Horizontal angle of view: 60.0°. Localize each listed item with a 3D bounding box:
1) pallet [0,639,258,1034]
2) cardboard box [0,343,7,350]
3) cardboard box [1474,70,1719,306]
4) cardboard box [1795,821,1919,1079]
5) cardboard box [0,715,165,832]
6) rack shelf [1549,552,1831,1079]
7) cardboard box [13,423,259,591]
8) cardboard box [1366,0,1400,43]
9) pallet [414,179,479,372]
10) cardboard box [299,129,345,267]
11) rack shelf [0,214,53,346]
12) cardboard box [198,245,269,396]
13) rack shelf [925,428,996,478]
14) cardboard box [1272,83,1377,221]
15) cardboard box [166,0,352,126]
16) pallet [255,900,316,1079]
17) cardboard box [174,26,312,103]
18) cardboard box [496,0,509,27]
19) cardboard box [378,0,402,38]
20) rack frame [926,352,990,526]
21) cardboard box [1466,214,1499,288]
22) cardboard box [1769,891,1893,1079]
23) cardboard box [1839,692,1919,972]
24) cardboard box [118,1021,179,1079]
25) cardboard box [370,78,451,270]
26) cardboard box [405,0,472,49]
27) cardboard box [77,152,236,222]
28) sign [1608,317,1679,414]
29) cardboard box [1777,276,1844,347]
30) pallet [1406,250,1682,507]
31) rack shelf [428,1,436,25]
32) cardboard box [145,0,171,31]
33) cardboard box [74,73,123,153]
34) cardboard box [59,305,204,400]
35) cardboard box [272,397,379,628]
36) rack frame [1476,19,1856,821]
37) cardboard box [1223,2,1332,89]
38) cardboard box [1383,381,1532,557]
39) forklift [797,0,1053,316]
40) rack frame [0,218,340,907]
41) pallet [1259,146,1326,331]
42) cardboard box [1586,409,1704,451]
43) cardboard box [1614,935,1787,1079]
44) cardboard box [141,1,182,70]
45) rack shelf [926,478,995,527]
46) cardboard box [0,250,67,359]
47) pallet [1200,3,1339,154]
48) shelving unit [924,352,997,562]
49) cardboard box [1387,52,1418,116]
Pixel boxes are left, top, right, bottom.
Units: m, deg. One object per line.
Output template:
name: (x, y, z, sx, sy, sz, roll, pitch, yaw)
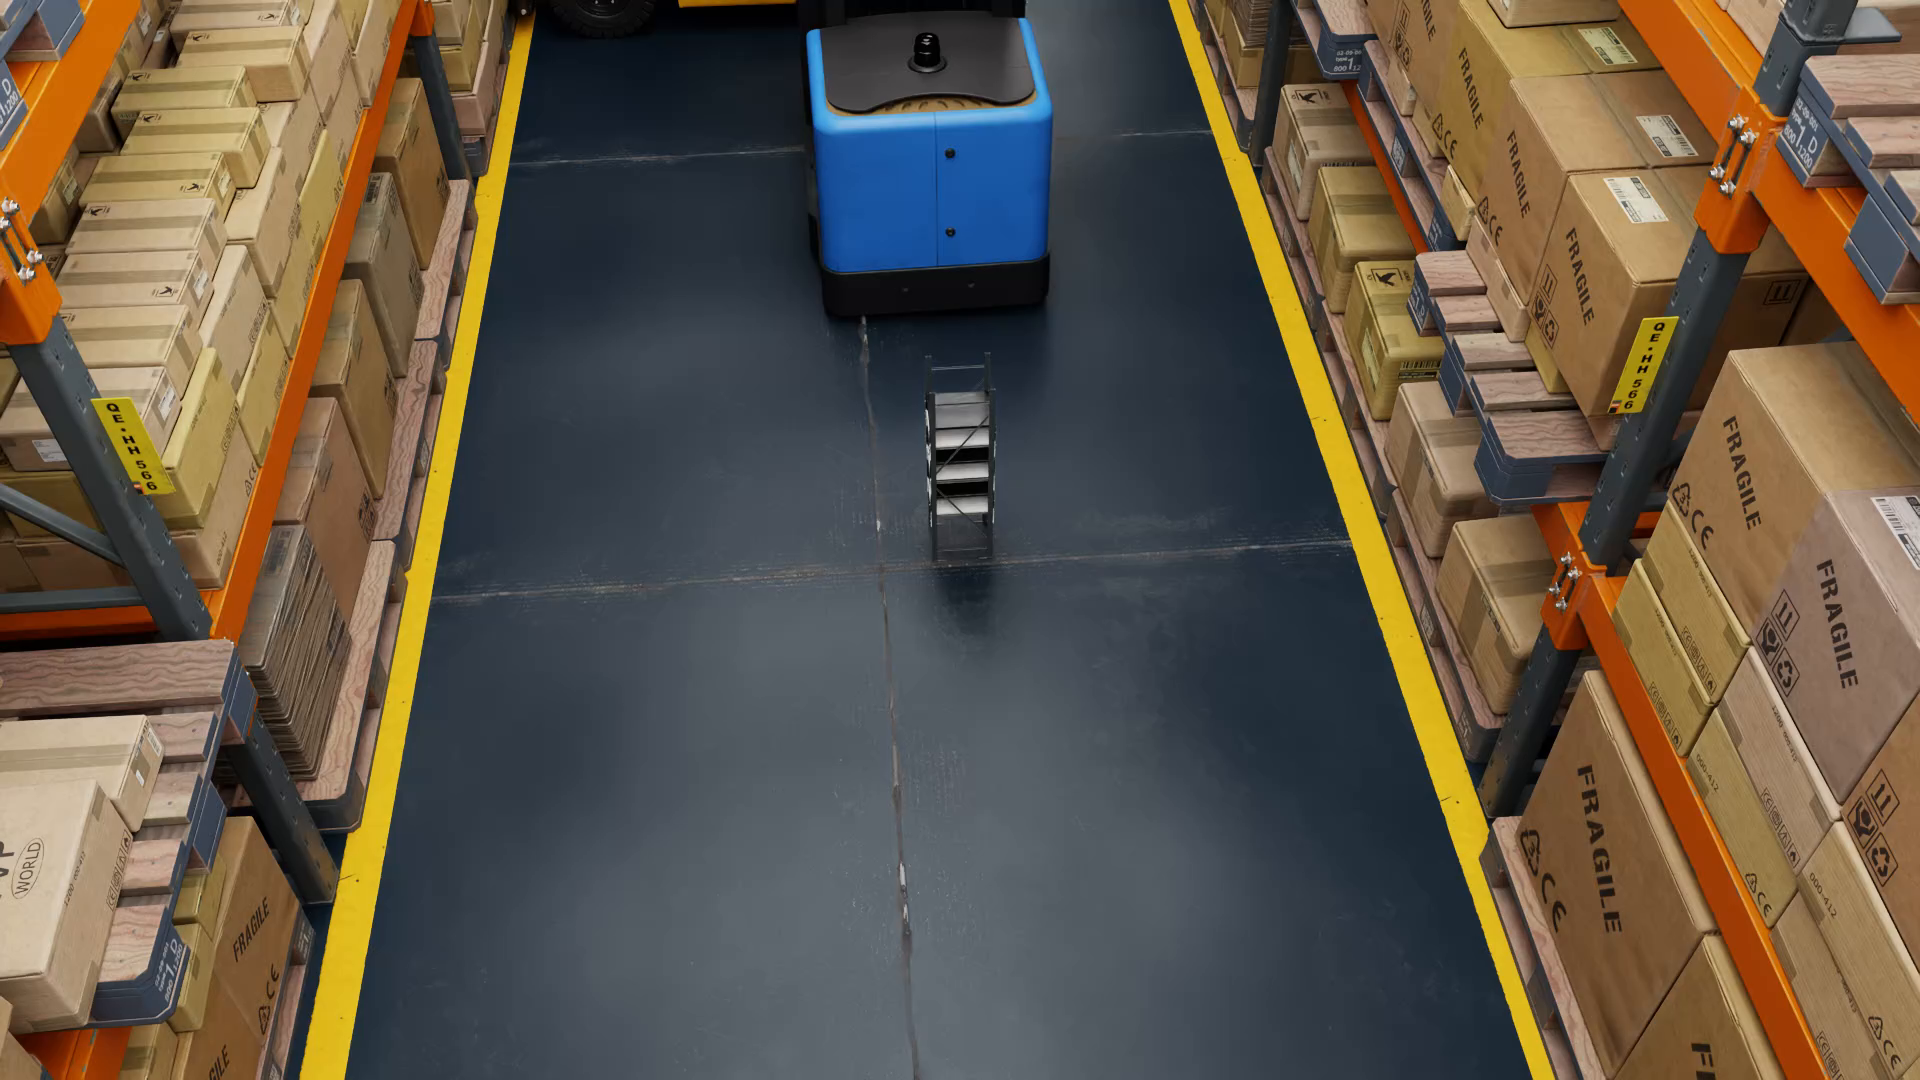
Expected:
pallet: (-2.482, 0.731, 4.124, 1.213, 0.211, 1.003, -3, 47, -3)
cardboard box: (-2.931, -0.675, 4.808, 0.380, 0.149, 0.250, -4, 47, -3)
cardboard box: (1.968, -1.092, 5.155, 0.500, 0.500, 0.500, -4, 47, -4)
cardboard box: (2.205, 0.872, 3.618, 0.500, 0.250, 0.500, -4, 47, -3)
cardboard box: (-2.171, 0.573, 4.025, 0.380, 0.149, 0.250, -3, 47, -3)
rack shelf: (2.505, 1.569, 3.693, 1.077, 0.370, 4.000, -3, 47, -3)
cardboard box: (-2.402, -0.105, 4.887, 0.500, 0.250, 0.500, -3, 47, -3)
cardboard box: (1.826, -2.223, 6.226, 0.500, 0.500, 0.500, -4, 47, -4)
pallet: (-2.843, -1.225, 7.765, 1.003, 0.211, 1.213, -3, 47, -3)
cardboard box: (-2.531, -1.217, 5.940, 0.500, 0.250, 0.500, -2, 47, -2)
rack shelf: (-2.441, 0.842, 2.316, 1.077, 0.370, 4.000, -3, 47, -3)
cardboard box: (-2.443, -0.639, 5.048, 0.500, 0.250, 0.500, -2, 47, -2)
rack shelf: (0.001, -0.343, 6.377, 0.258, 0.077, 0.200, -3, 47, -3)
cardboard box: (2.049, -1.881, 7.986, 0.950, 0.372, 0.625, -3, 47, -3)
cardboard box: (-2.560, -1.753, 6.104, 0.500, 0.250, 0.500, -3, 47, -3)
pallet: (-2.584, 1.681, 5.013, 1.003, 0.211, 1.213, -3, 47, -3)
cardboard box: (-2.458, -1.629, 5.711, 0.380, 0.149, 0.250, -5, 47, -4)
cardboard box: (-2.770, -3.021, 9.150, 0.500, 0.250, 0.500, -3, 47, -3)
cardboard box: (-2.640, -2.314, 6.979, 0.500, 0.250, 0.500, -3, 47, -2)
rack frame: (-0.008, -0.377, 6.487, 0.240, 0.900, 0.006, -3, 47, -3)
cardboard box: (1.902, -0.958, 5.475, 0.380, 0.149, 0.250, -5, 47, -5)
cardboard box: (2.226, 1.046, 3.797, 0.500, 0.250, 0.500, -2, 47, -2)
cardboard box: (2.214, 0.602, 3.356, 0.500, 0.500, 0.500, -2, 47, -2)
cardboard box: (-2.283, 1.402, 4.342, 0.380, 0.149, 0.250, -5, 47, -5)
cardboard box: (-2.888, -1.666, 7.608, 0.875, 0.625, 0.625, -2, 47, -2)
cardboard box: (-2.671, -2.627, 8.087, 0.500, 0.250, 0.500, -4, 47, -4)
cardboard box: (-2.498, -1.072, 5.184, 0.380, 0.149, 0.250, -3, 47, -3)
sign: (1.798, -0.456, 4.373, 0.100, 0.325, 0.005, -3, 47, -3)
cardboard box: (2.530, -0.746, 4.827, 0.500, 0.500, 0.500, -5, 47, -4)
pallet: (2.172, -0.568, 5.354, 1.213, 0.211, 1.003, -3, 47, -3)
rack shelf: (-3.111, -3.914, 8.887, 1.077, 0.370, 4.000, -3, 47, -3)
cardboard box: (-3.100, -1.962, 6.026, 0.380, 0.149, 0.250, -4, 47, -3)
cardboard box: (-2.985, -1.411, 5.505, 0.380, 0.149, 0.250, -2, 47, -2)
cardboard box: (-2.365, -0.520, 4.661, 0.380, 0.149, 0.250, -3, 47, -2)
cardboard box: (-2.710, -0.073, 6.099, 0.875, 0.625, 0.625, -2, 47, -2)
rack frame: (2.338, -0.125, 4.803, 1.000, 3.000, 0.127, -3, 47, -3)
cardboard box: (1.685, -2.629, 8.779, 0.500, 0.250, 0.500, -2, 47, -1)
cardboard box: (2.230, -0.309, 6.497, 0.950, 0.372, 0.625, -4, 47, -4)
forklift: (-0.258, -3.109, 7.676, 1.130, 2.935, 3.031, -4, 47, -4)
rack frame: (-2.608, 0.179, 4.514, 1.000, 3.000, 0.127, -3, 47, -3)
pallet: (2.069, -1.497, 8.022, 1.003, 0.211, 1.213, -3, 47, -3)
cardboard box: (2.076, -0.406, 4.952, 0.380, 0.149, 0.250, -2, 47, -2)
cardboard box: (2.383, 1.611, 4.332, 0.875, 0.875, 0.875, -3, 47, -3)
cardboard box: (-3.093, -1.716, 6.068, 0.500, 0.250, 0.500, -5, 47, -4)
rack shelf: (0.001, -0.157, 6.573, 0.258, 0.077, 0.200, -3, 47, -3)
cardboard box: (-2.967, -0.619, 5.029, 0.500, 0.250, 0.500, -3, 47, -3)
pallet: (1.911, -2.544, 9.014, 1.003, 0.211, 1.213, -3, 47, -3)
shelving unit: (0.001, -0.304, 6.418, 0.258, 0.900, 0.210, -3, 47, -3)
cardboard box: (1.815, -1.713, 6.191, 0.380, 0.149, 0.250, -2, 47, -2)
